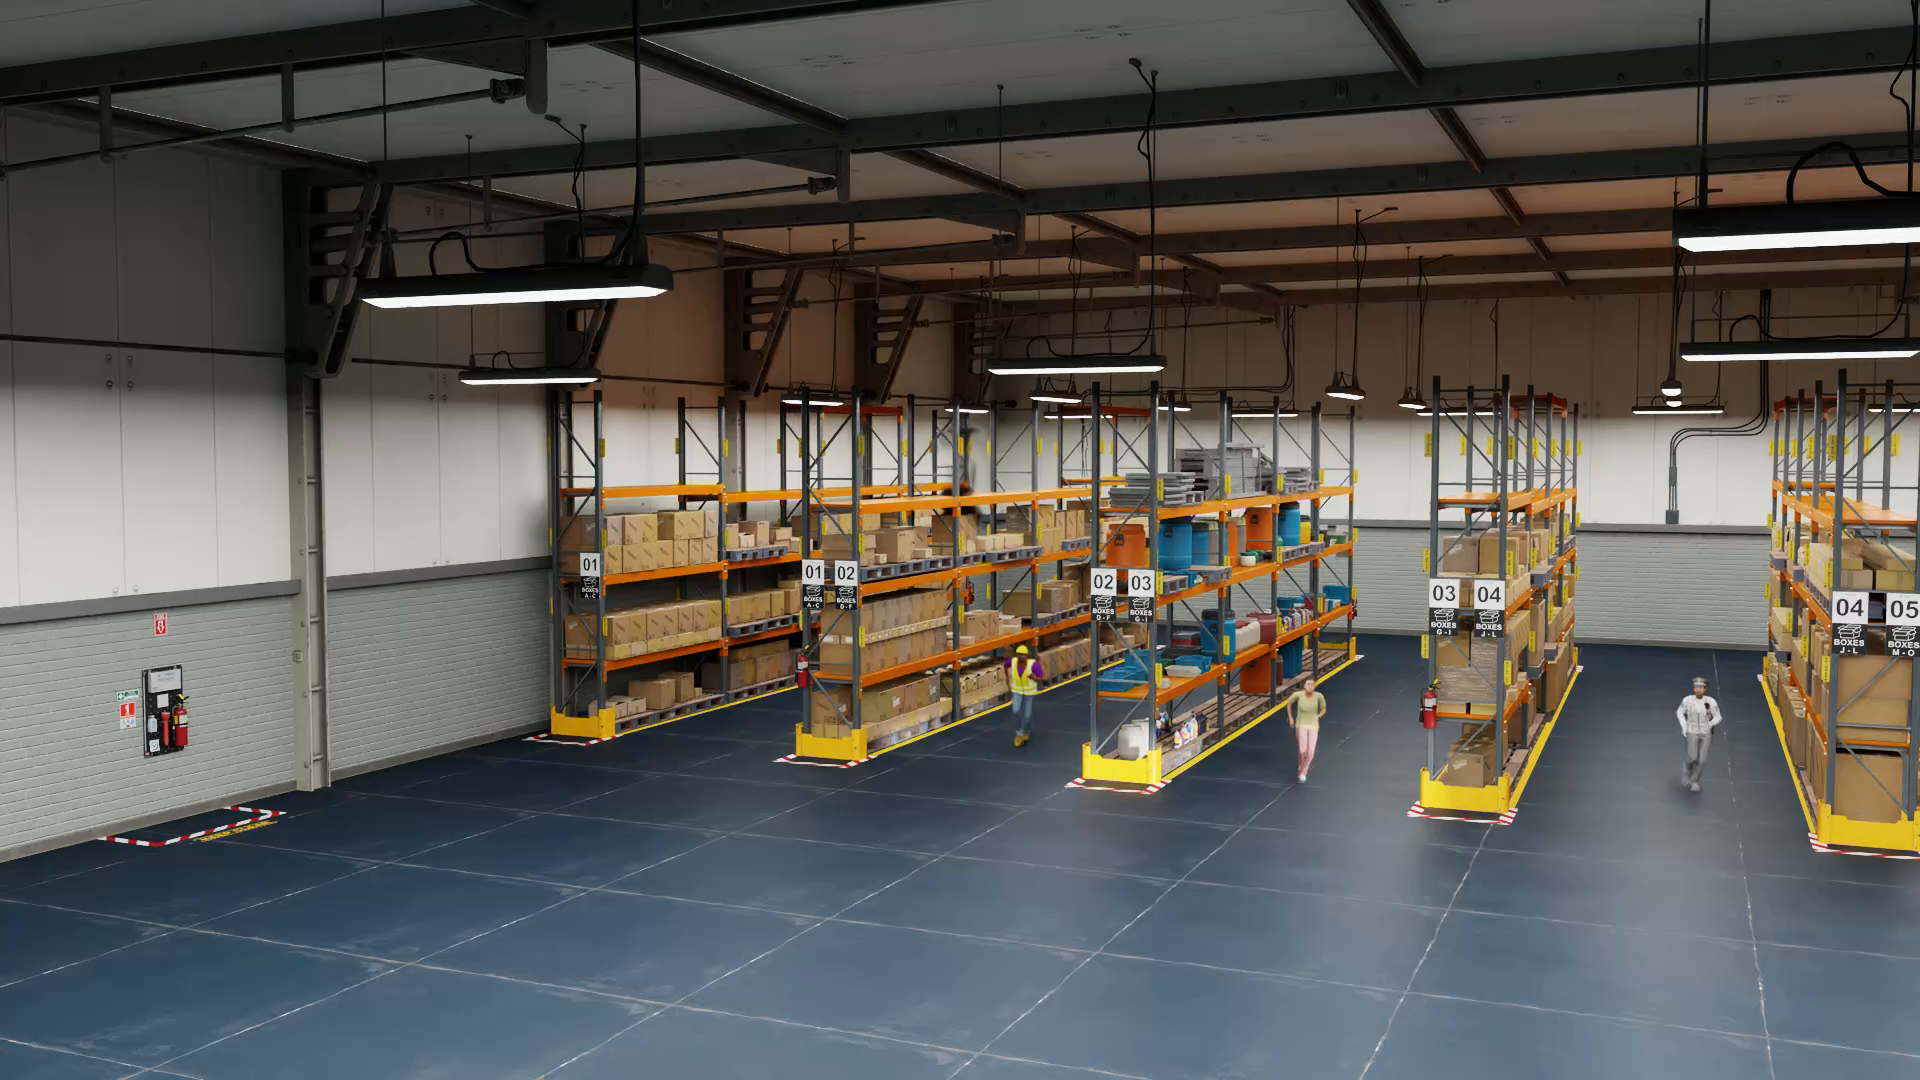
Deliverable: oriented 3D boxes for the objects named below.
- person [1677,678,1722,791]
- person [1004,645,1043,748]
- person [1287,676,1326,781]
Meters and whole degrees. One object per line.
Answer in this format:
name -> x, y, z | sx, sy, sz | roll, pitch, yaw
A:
person -> 10.768, 2.831, 24.216 | 0.598, 1.666, 0.544 | 1, 3, 21
person -> 1.064, 2.598, 27.884 | 0.684, 1.723, 0.919 | 0, 3, 5
person -> 5.177, 2.819, 24.775 | 0.550, 1.602, 0.643 | 0, 3, -2
